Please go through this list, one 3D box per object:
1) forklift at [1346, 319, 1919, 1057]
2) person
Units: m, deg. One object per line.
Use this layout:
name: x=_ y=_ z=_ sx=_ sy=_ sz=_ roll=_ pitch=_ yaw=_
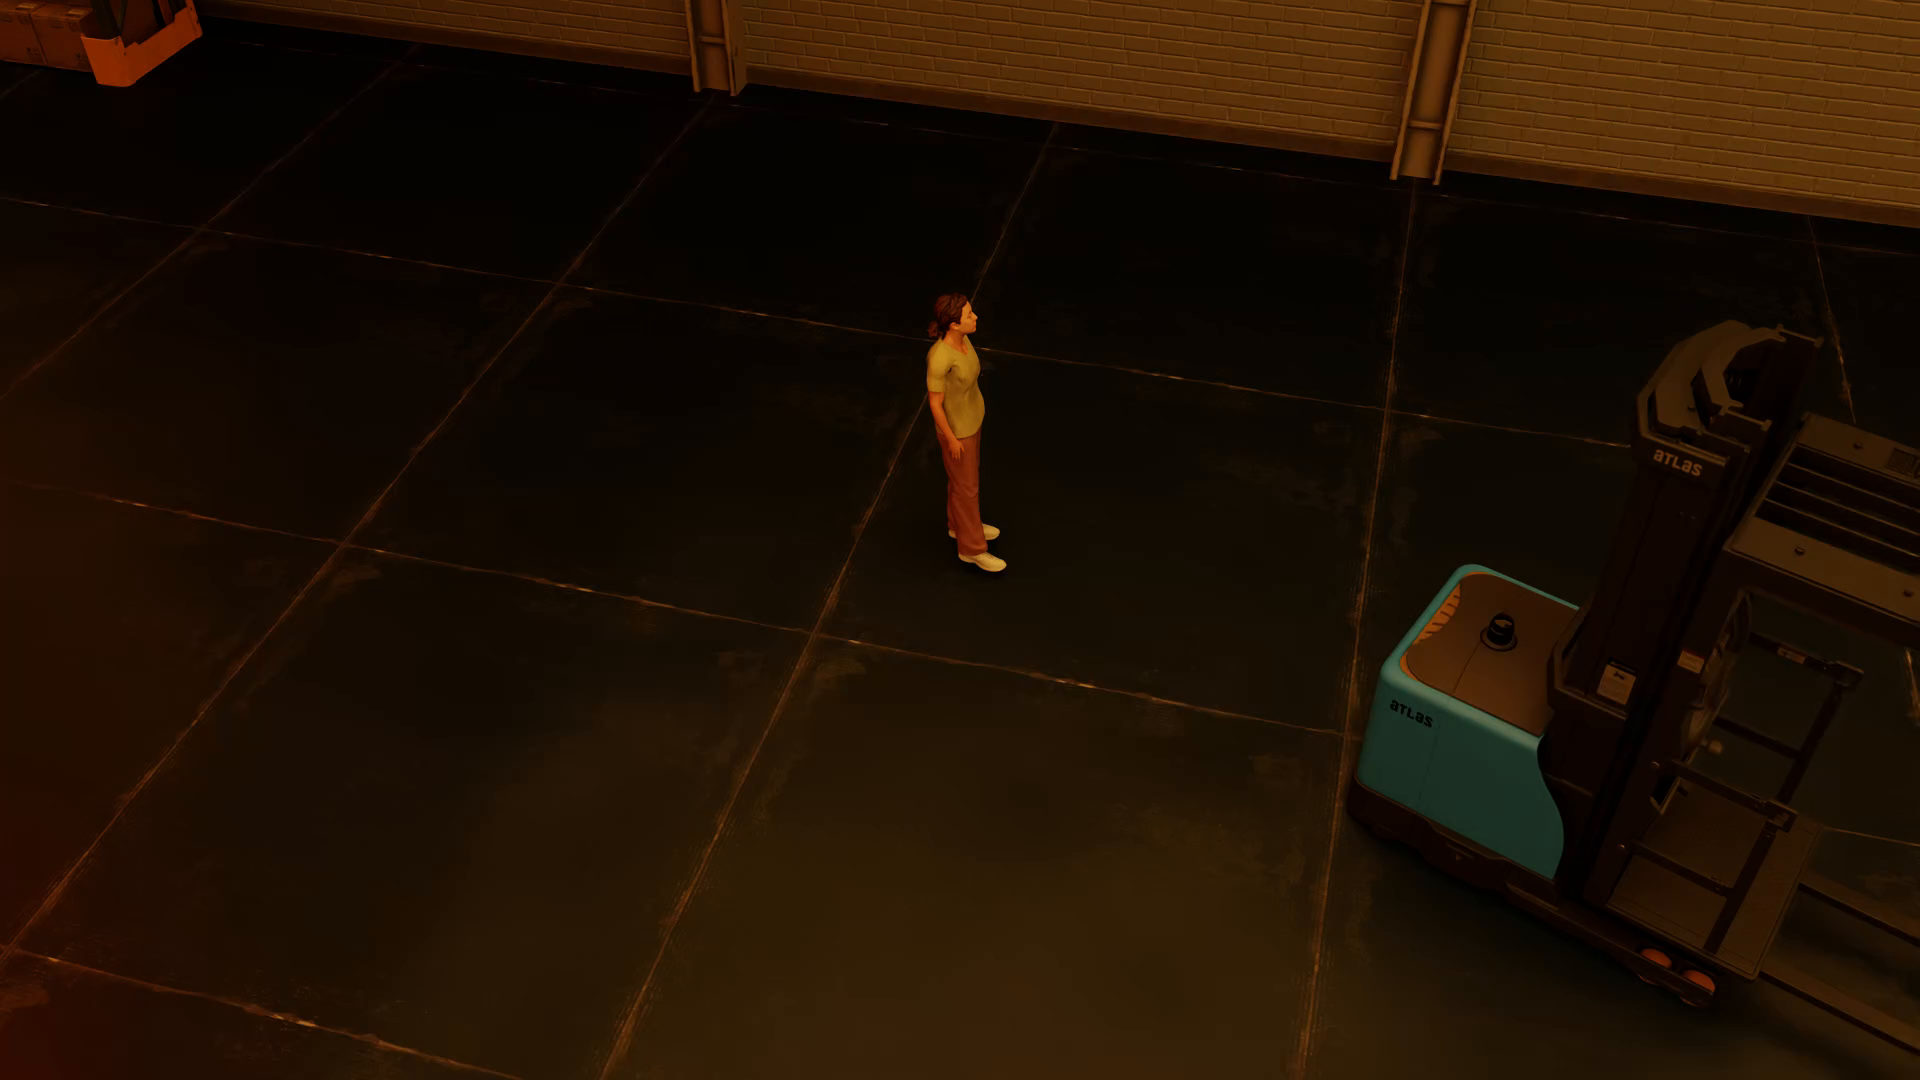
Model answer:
forklift: x=3.444 y=0.637 z=7.135 sx=3.031 sy=2.935 sz=1.130 roll=26 pitch=48 yaw=27
person: x=0.069 y=-0.646 z=9.478 sx=0.547 sy=1.673 sz=0.553 roll=10 pitch=42 yaw=11
